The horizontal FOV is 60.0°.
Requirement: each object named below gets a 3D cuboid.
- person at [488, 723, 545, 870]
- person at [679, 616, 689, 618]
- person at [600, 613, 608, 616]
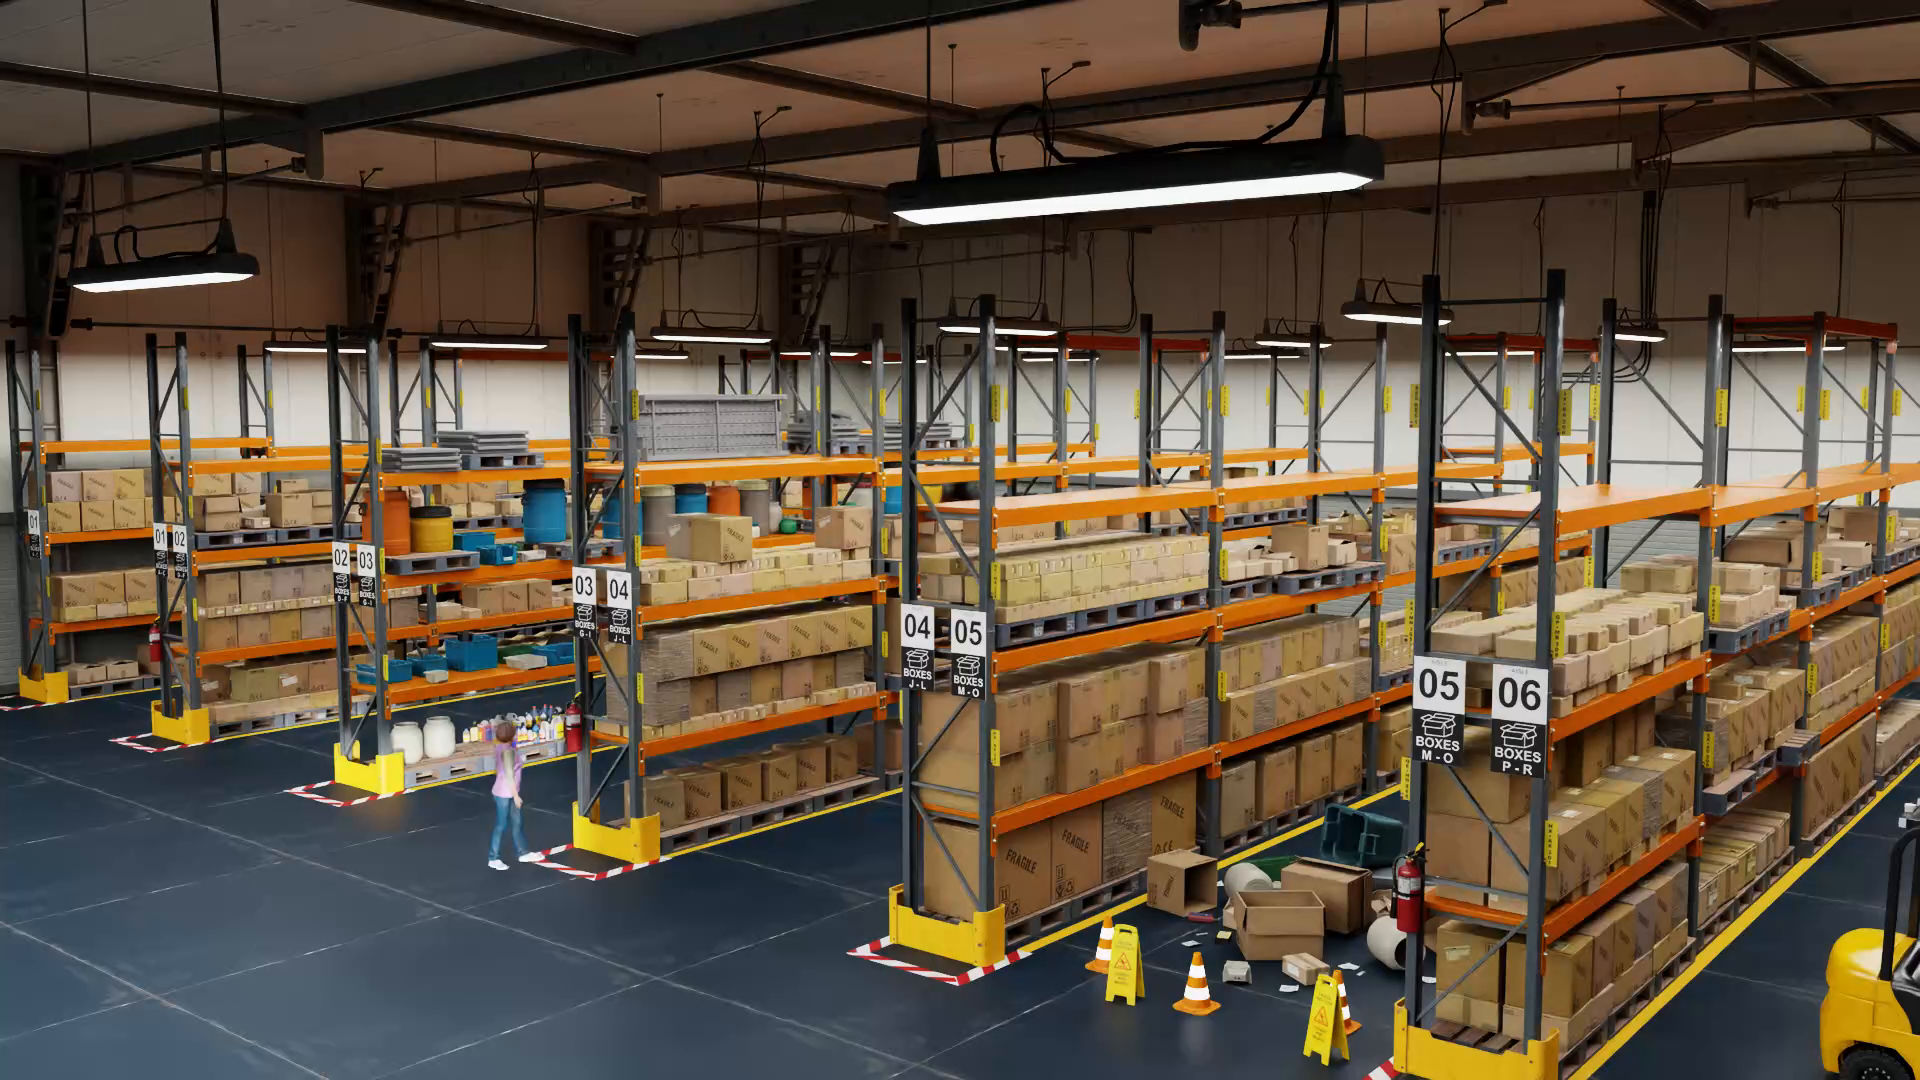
[{"bbox_3d":[-4.846,2.758,18.040,0.569,1.587,0.467,0,5,-4],"label":"person"},{"bbox_3d":[-4.928,1.550,30.745,0.808,1.748,0.994,4,7,39],"label":"person"},{"bbox_3d":[-7.246,1.194,34.459,0.515,1.722,0.857,4,6,36],"label":"person"}]
